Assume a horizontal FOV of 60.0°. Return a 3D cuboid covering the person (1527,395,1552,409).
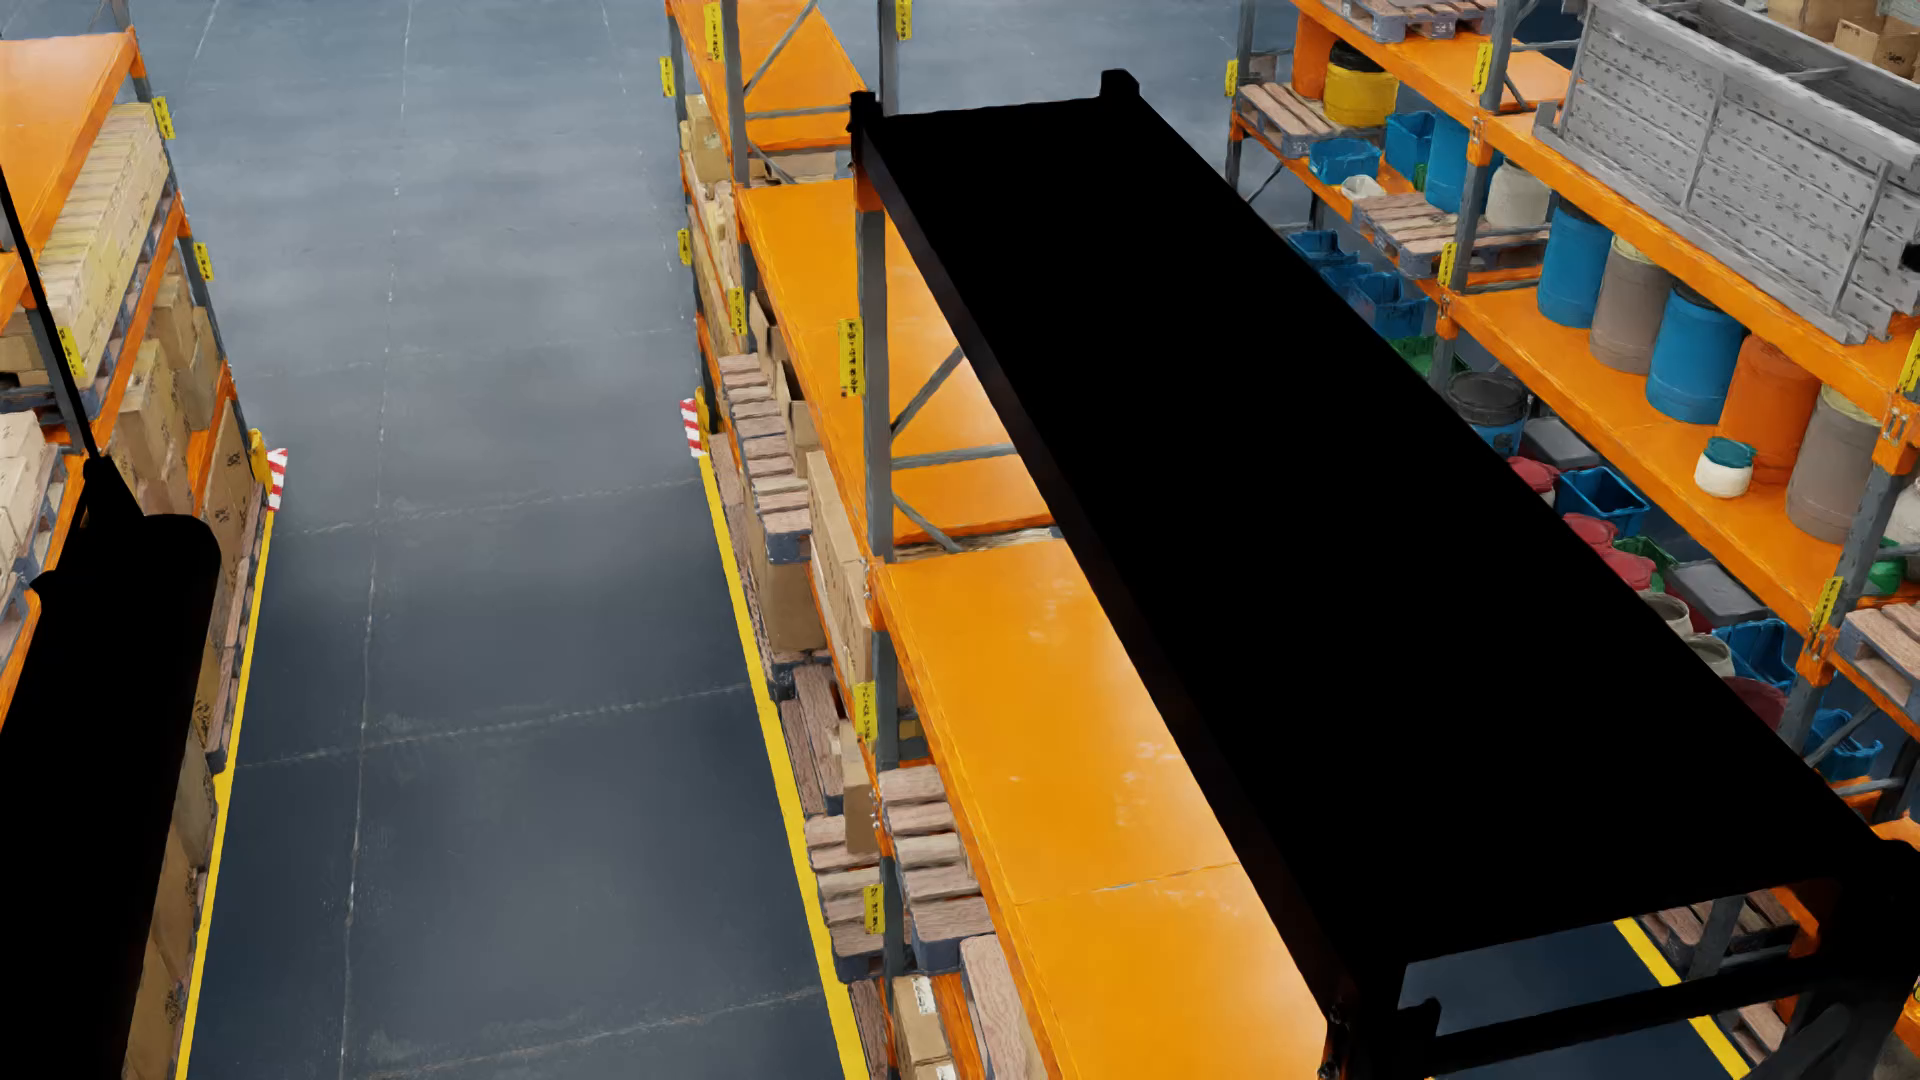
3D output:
[{"bbox_3d":[5.871,-1.889,15.414,0.642,1.612,0.786,-21,39,-27],"label":"person"}]
